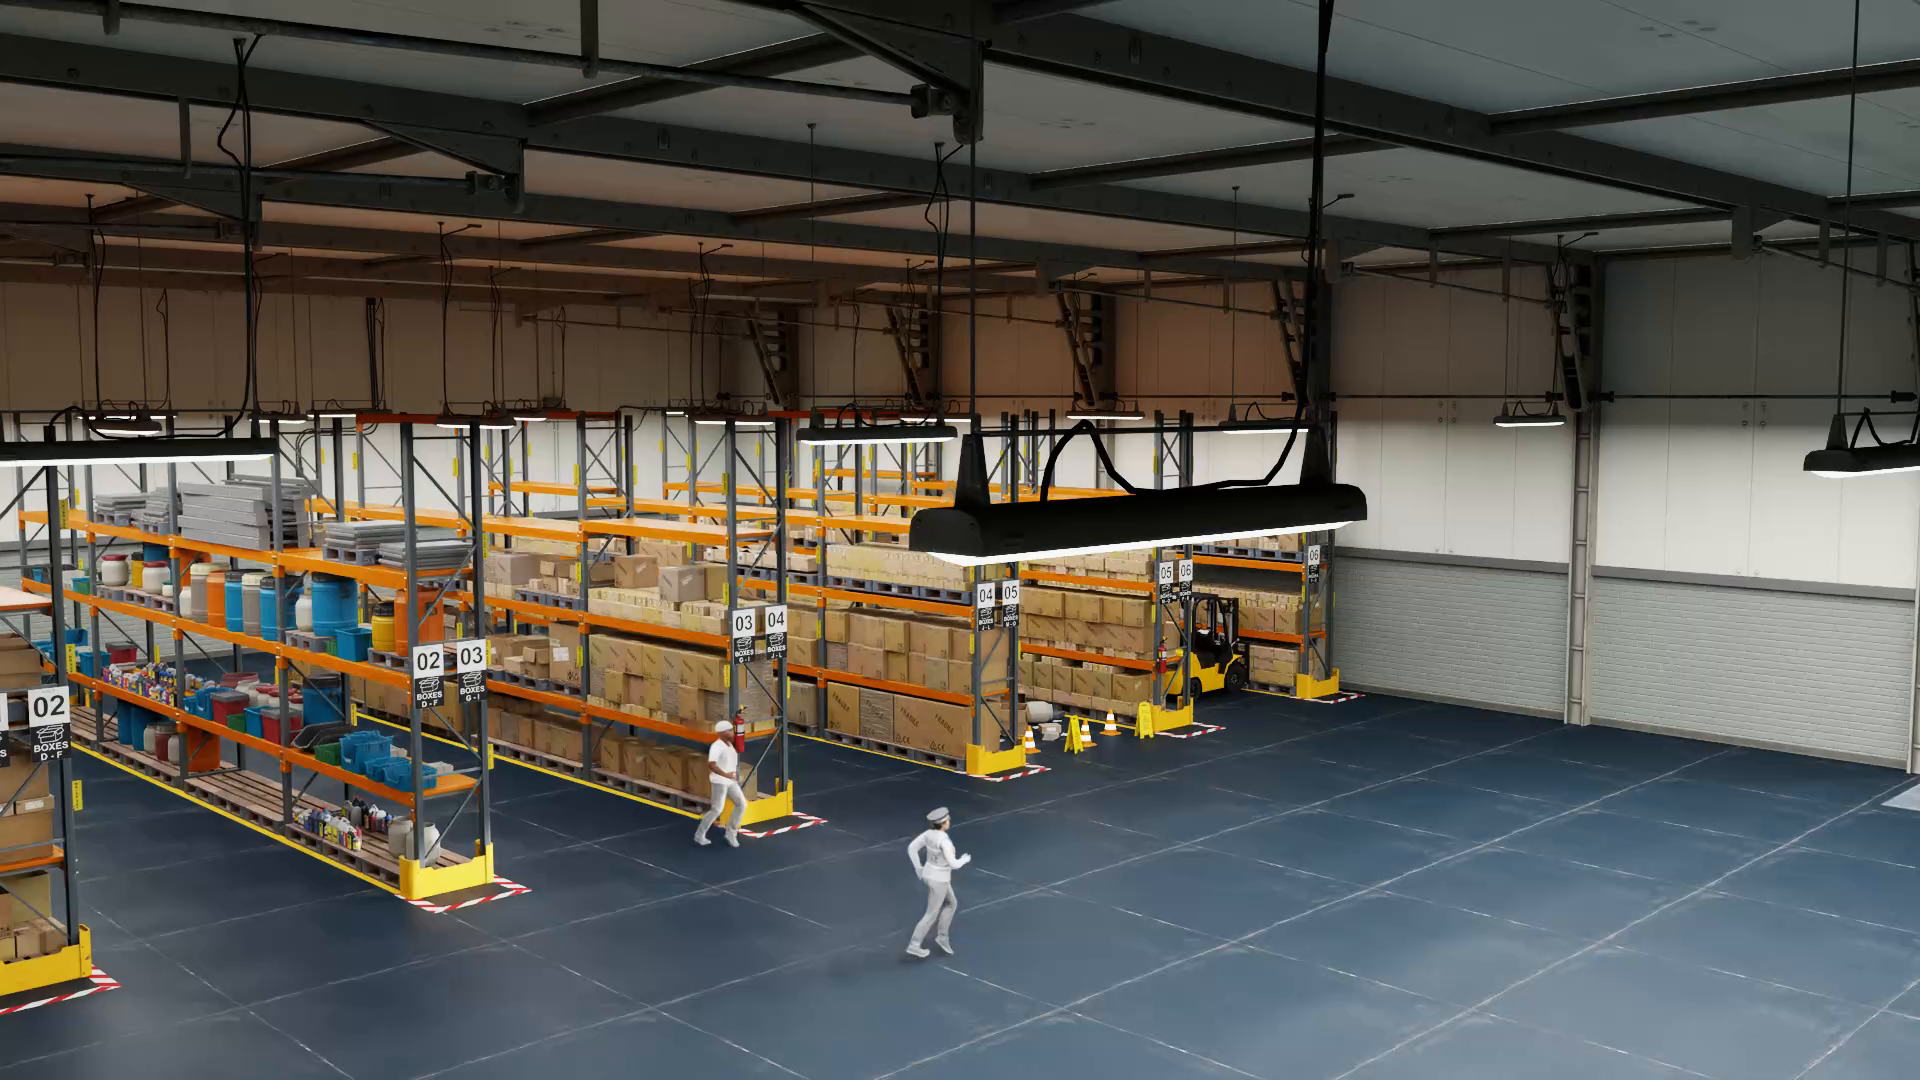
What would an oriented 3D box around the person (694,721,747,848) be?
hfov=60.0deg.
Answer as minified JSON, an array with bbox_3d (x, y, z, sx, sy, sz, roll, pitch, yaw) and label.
[{"bbox_3d":[-3.340,3.441,23.458,0.684,1.774,0.762,1,5,17],"label":"person"}]

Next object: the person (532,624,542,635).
[{"bbox_3d":[-10.540,1.929,41.265,0.657,1.635,0.581,-4,6,-40],"label":"person"}]

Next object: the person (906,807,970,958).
[{"bbox_3d":[-0.252,3.868,18.712,0.806,1.735,0.573,-2,5,-24],"label":"person"}]
